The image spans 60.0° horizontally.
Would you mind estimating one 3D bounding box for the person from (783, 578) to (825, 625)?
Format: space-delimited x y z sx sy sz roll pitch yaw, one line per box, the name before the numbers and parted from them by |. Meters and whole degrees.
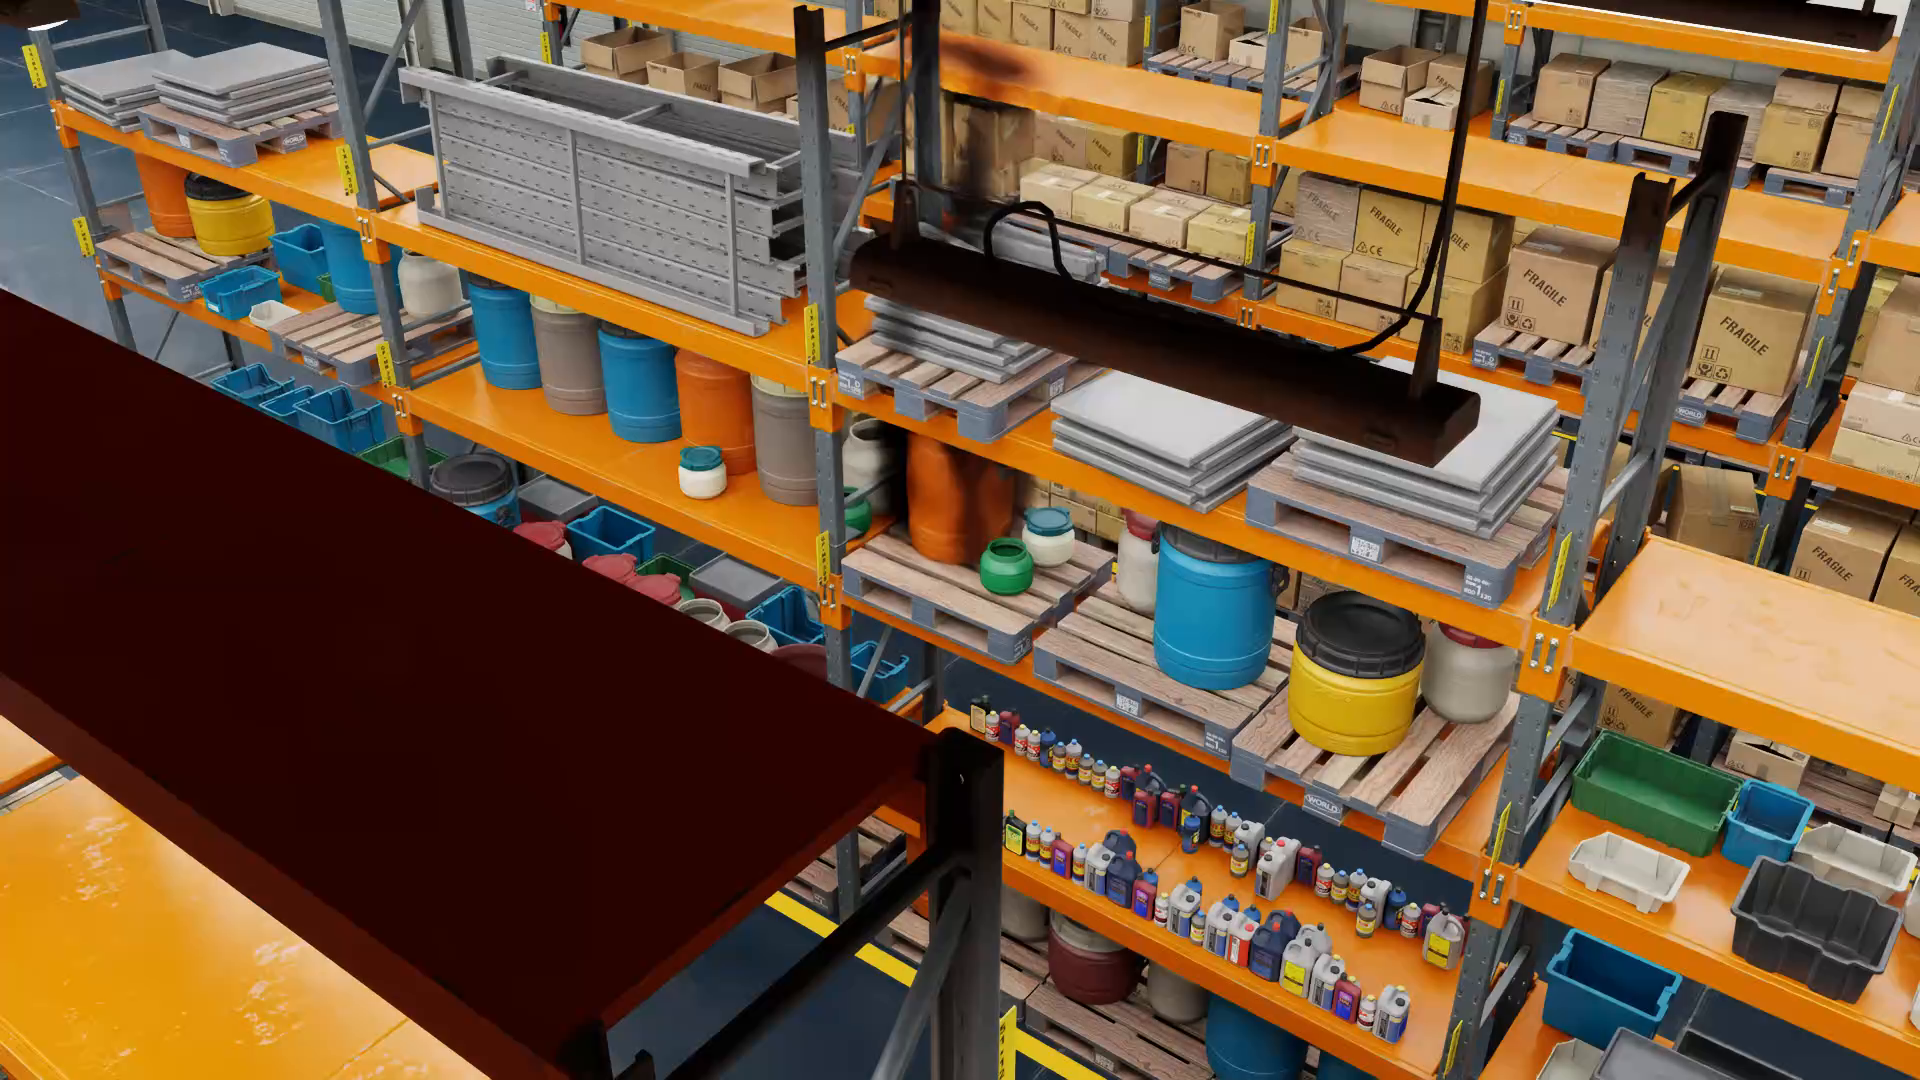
person | -1.384 0.100 13.615 0.608 1.550 0.530 18 36 27
